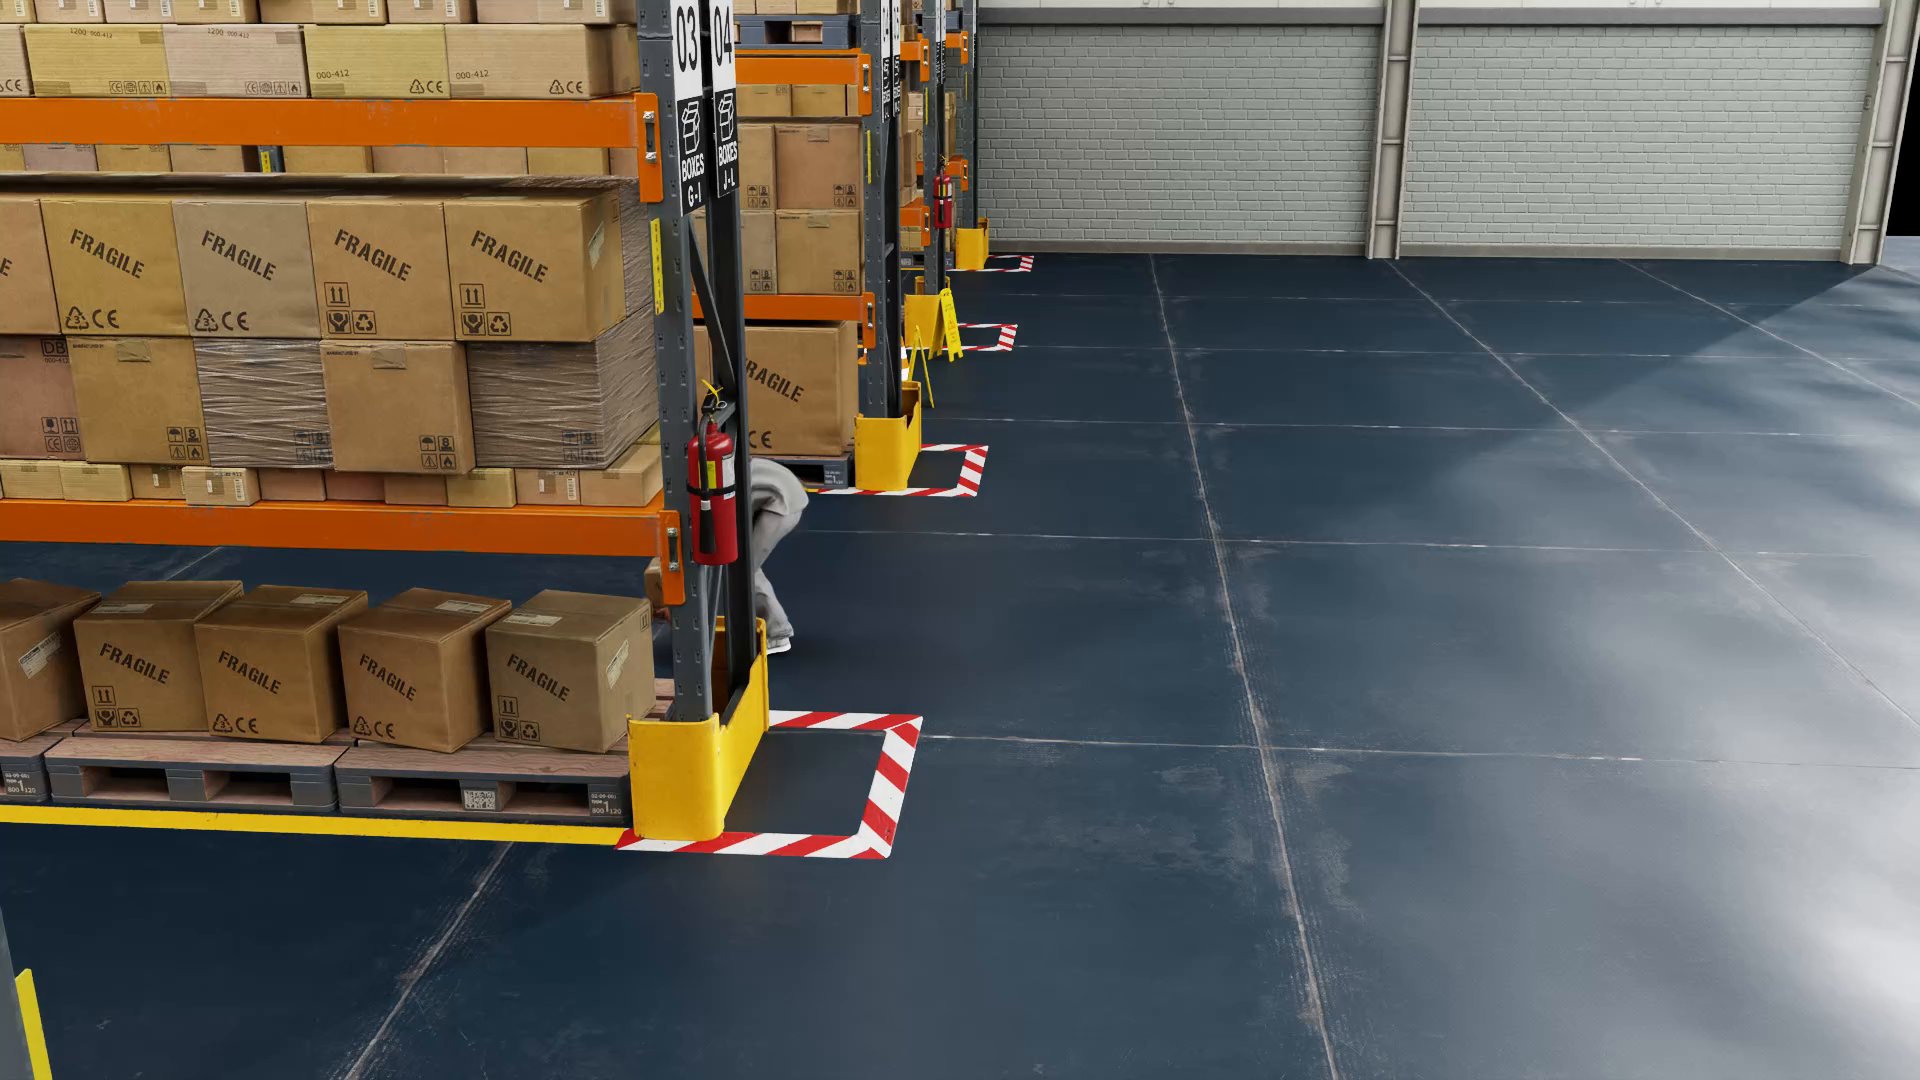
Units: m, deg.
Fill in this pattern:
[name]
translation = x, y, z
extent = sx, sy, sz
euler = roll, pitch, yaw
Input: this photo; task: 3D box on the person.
[person]
translation = -1.183, 0.106, 8.298
extent = 0.871, 0.949, 0.398
euler = -4, 18, -14
